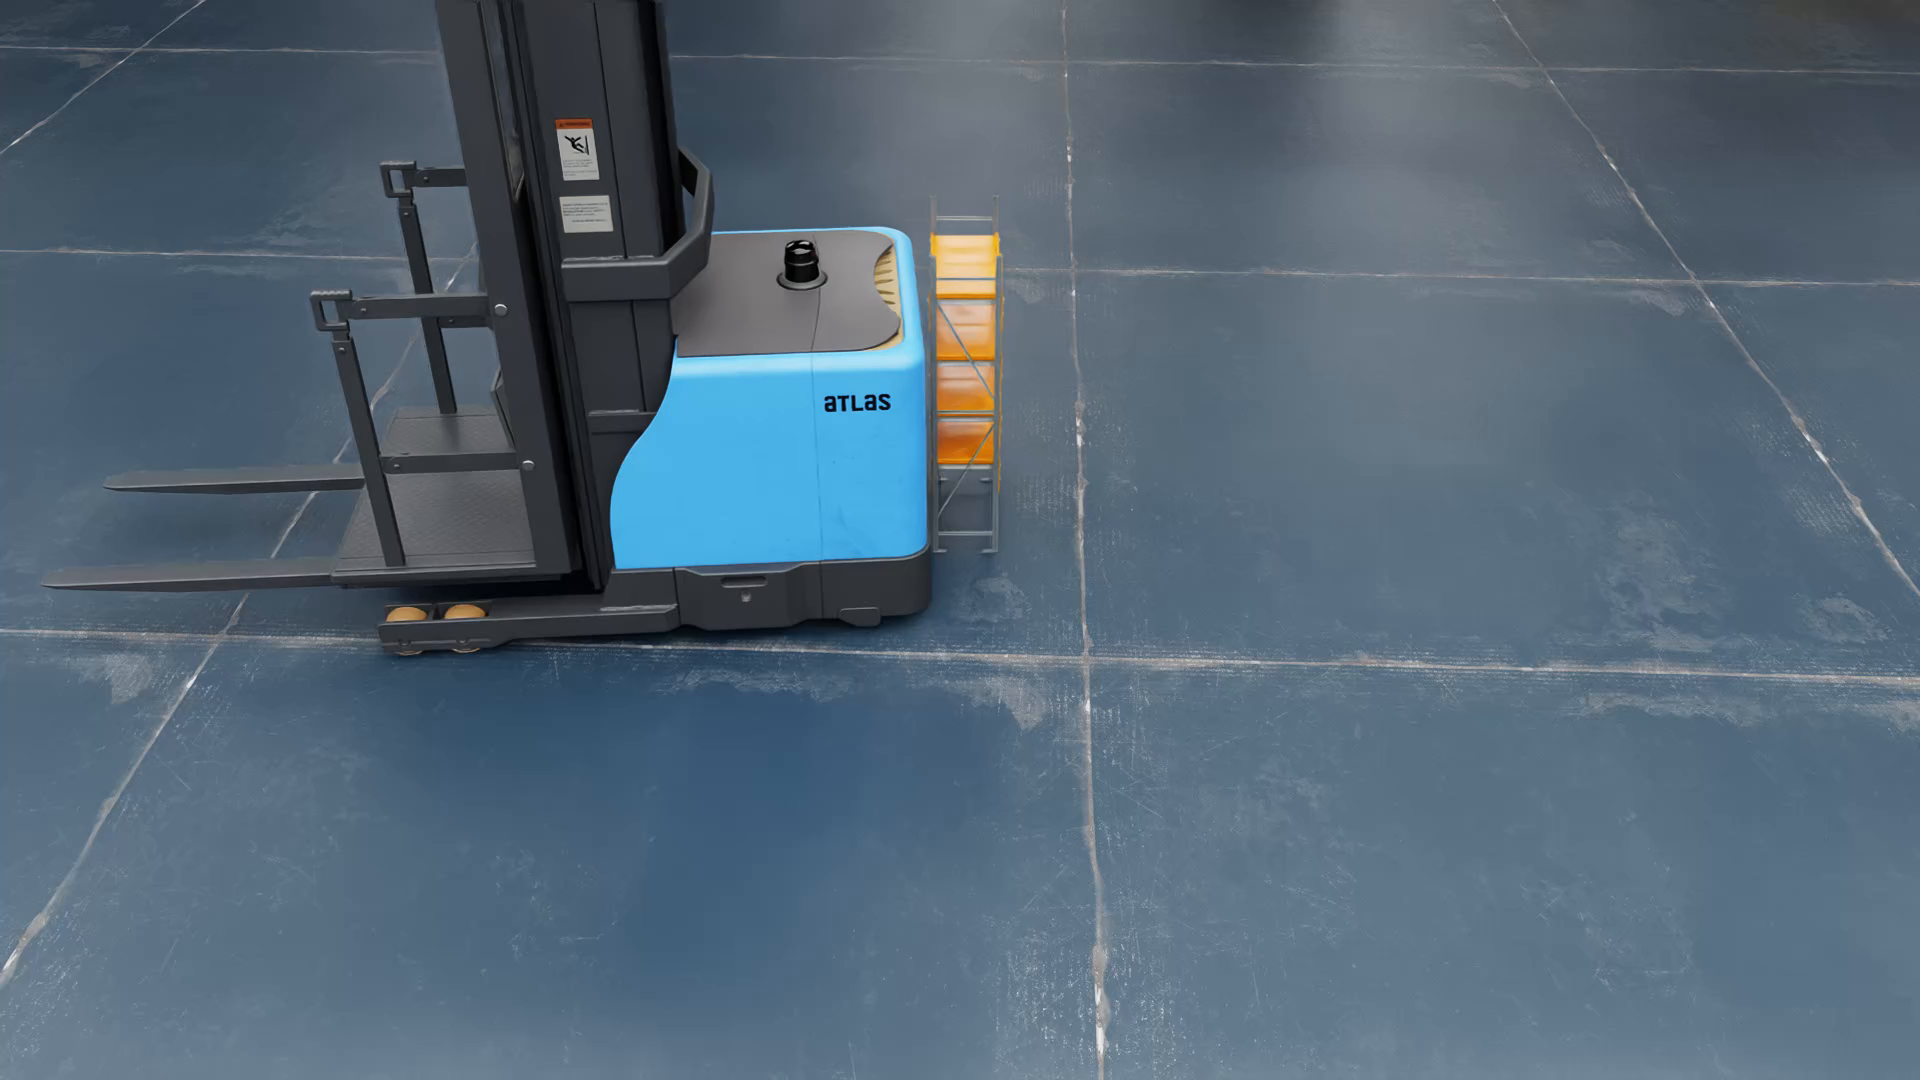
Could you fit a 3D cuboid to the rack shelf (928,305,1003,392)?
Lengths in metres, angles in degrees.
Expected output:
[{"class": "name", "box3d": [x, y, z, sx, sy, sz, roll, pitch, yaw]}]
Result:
[{"class": "rack shelf", "box3d": [0.018, -0.715, 5.952, 0.258, 0.148, 0.480, 0, 35, 0]}]

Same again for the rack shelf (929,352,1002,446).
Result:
[{"class": "rack shelf", "box3d": [0.018, -0.532, 6.081, 0.258, 0.148, 0.480, 0, 35, 0]}]

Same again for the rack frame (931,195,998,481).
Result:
[{"class": "rack frame", "box3d": [0.016, -0.728, 6.242, 0.240, 1.200, 0.015, 0, 35, 0]}]

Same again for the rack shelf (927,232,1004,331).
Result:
[{"class": "rack shelf", "box3d": [0.018, -0.909, 5.816, 0.258, 0.148, 0.480, 0, 35, 0]}]

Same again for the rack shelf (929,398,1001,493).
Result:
[{"class": "rack shelf", "box3d": [0.018, -0.370, 6.195, 0.258, 0.148, 0.480, 0, 35, 0]}]

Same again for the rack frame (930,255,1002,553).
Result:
[{"class": "rack frame", "box3d": [0.020, -0.447, 5.843, 0.240, 1.200, 0.015, 0, 35, 0]}]

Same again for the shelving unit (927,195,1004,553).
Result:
[{"class": "shelving unit", "box3d": [0.018, -0.587, 6.042, 0.258, 1.200, 0.503, 0, 35, 0]}]

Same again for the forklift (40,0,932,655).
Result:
[{"class": "forklift", "box3d": [-1.642, -1.121, 5.296, 3.031, 2.935, 1.130, -2, 35, -3]}]
